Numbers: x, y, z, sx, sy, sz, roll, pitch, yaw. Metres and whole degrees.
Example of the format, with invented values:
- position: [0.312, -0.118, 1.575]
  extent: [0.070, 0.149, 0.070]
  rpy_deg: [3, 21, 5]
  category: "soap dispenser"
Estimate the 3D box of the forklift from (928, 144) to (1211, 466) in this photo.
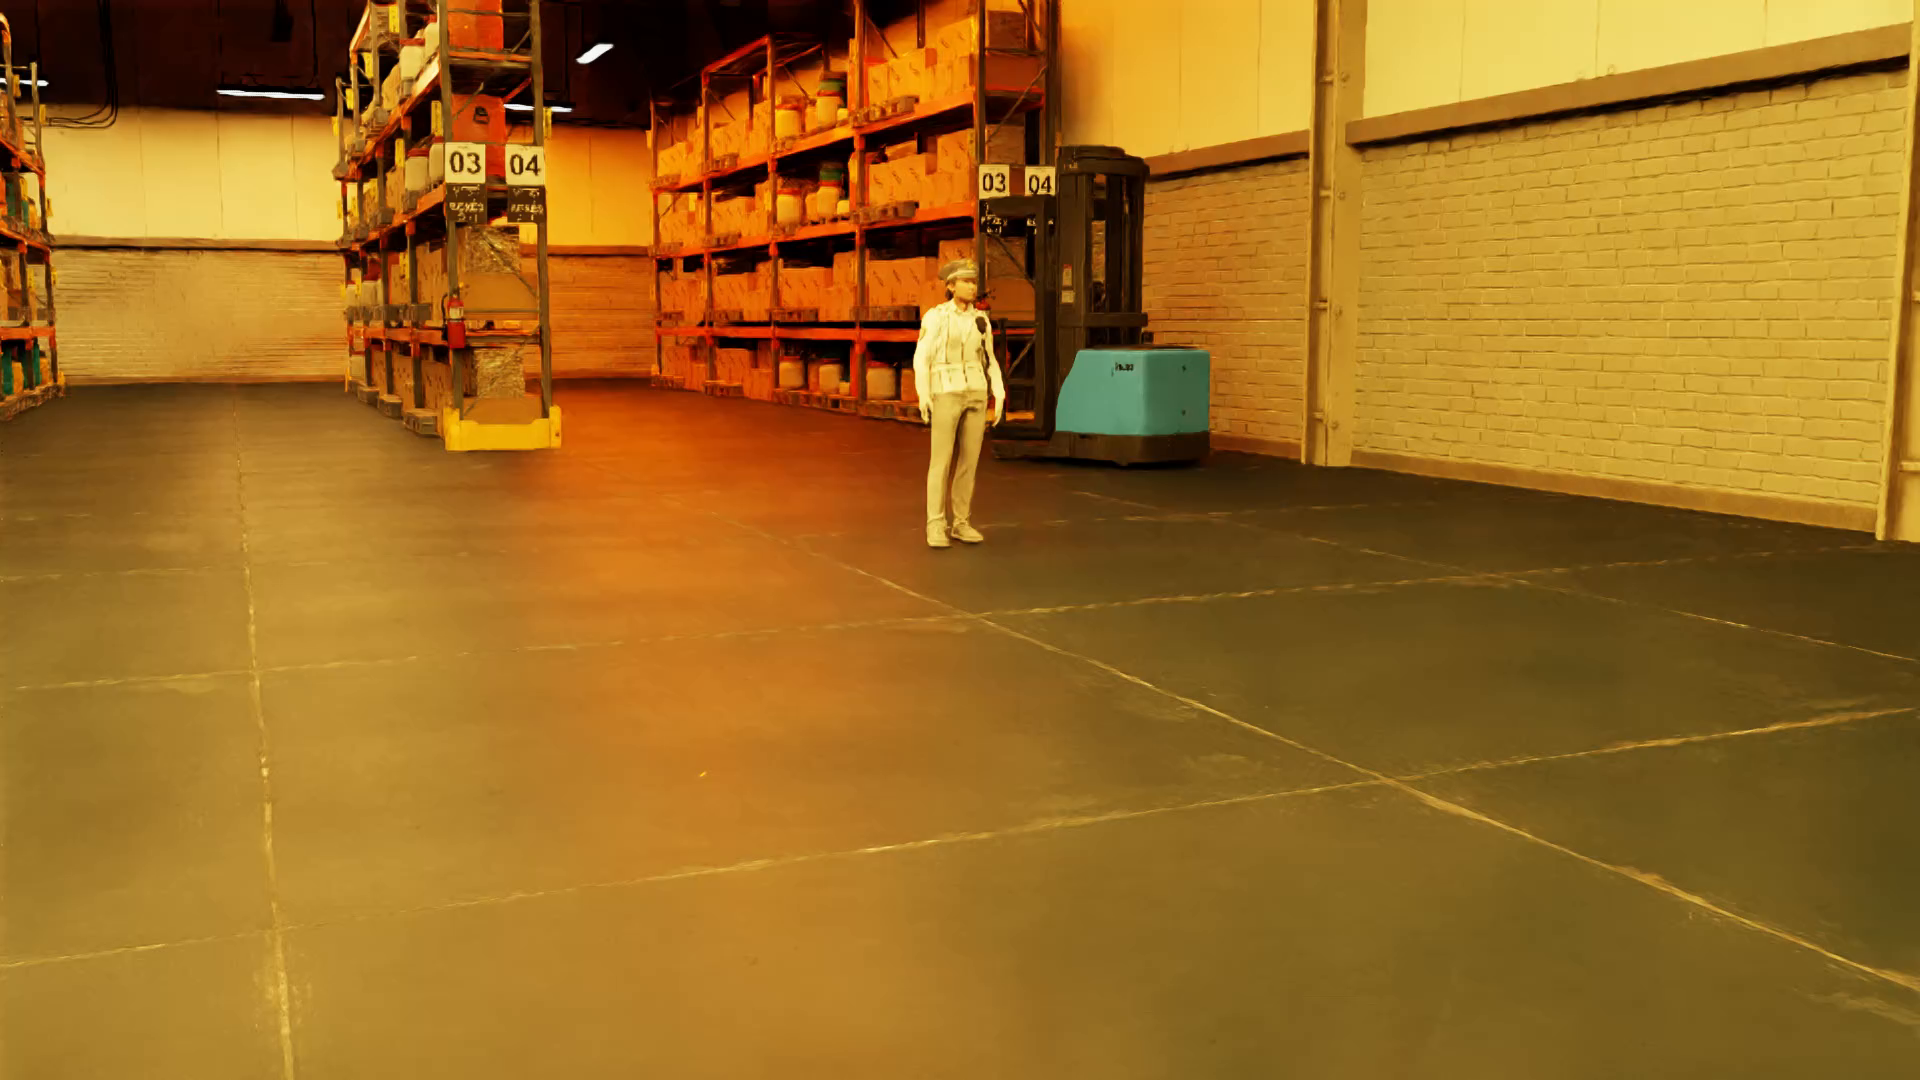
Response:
- position: [0.955, -2.259, 16.076]
  extent: [1.130, 2.935, 3.031]
  rpy_deg: [-7, 10, -43]
  category: "forklift"

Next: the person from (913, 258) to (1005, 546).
- position: [0.021, -0.839, 9.978]
  extent: [0.586, 1.695, 0.533]
  rpy_deg: [-3, 8, -23]
  category: "person"
